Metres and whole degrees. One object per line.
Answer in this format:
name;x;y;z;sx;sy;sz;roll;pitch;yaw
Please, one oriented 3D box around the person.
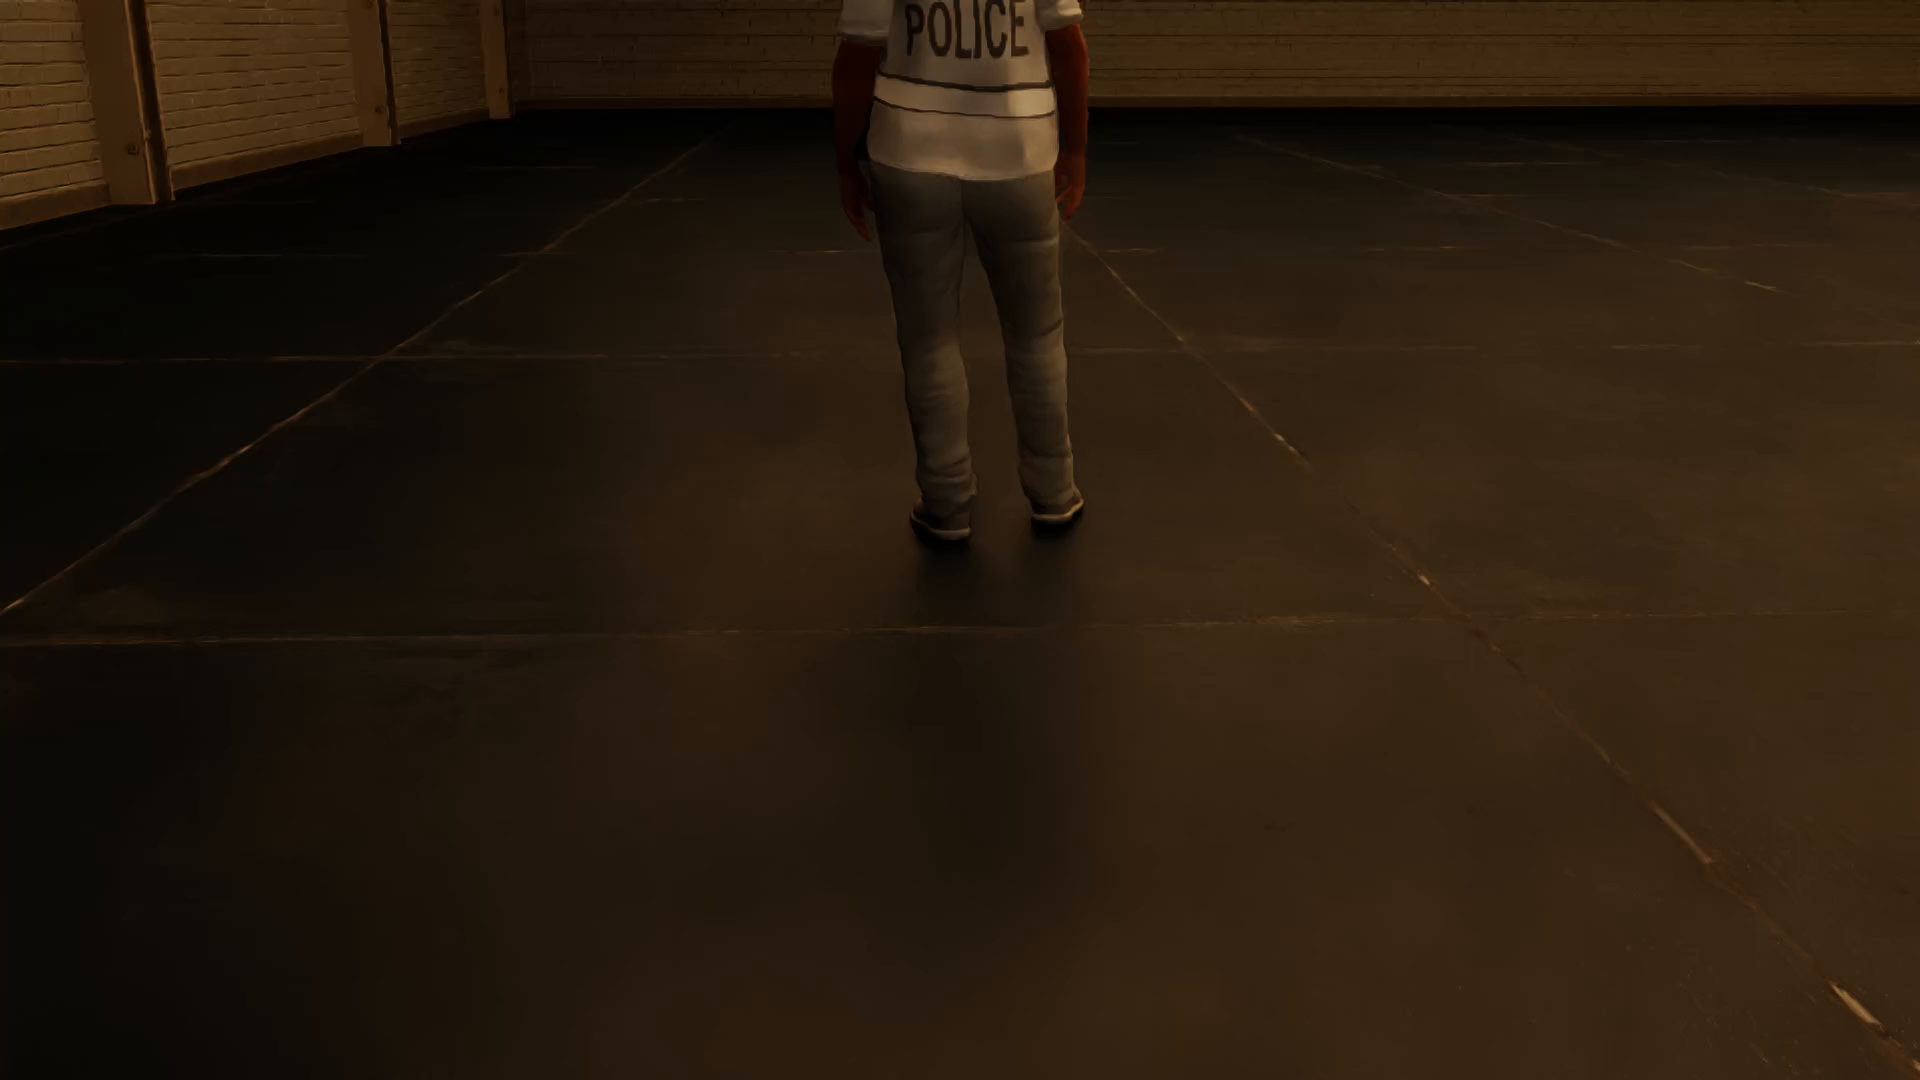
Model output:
person;0.019;-0.826;3.746;0.598;1.669;0.529;-1;17;-3
